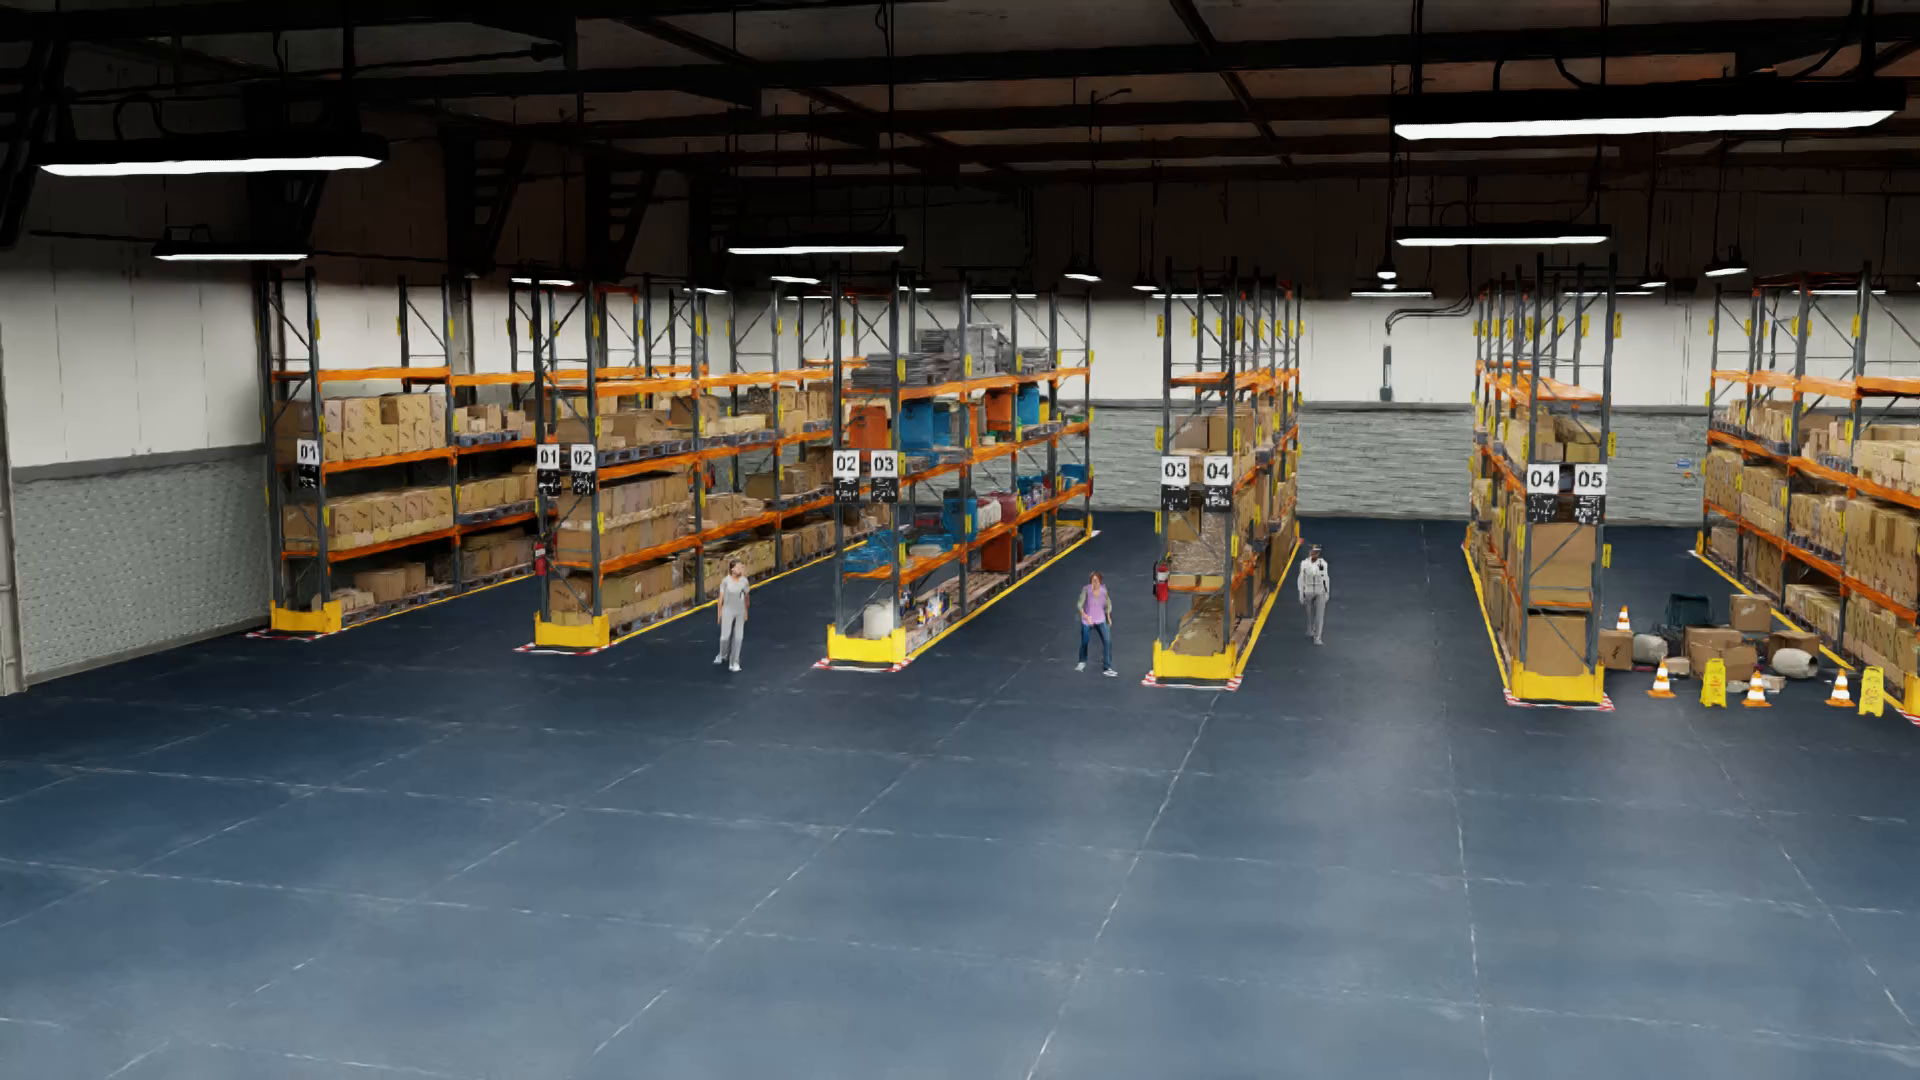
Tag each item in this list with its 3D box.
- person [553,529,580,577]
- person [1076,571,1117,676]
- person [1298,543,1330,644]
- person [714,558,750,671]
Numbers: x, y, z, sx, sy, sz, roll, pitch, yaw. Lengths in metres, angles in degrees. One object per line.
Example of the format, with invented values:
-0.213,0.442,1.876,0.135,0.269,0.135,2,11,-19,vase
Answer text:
-7.051,0.368,29.738,0.490,1.731,0.588,7,10,44,person
1.960,1.185,24.150,0.569,1.514,0.766,0,7,-4,person
5.648,0.827,26.611,0.489,1.589,1.086,2,8,17,person
-3.368,1.080,24.517,0.518,1.665,0.516,-3,8,-22,person
